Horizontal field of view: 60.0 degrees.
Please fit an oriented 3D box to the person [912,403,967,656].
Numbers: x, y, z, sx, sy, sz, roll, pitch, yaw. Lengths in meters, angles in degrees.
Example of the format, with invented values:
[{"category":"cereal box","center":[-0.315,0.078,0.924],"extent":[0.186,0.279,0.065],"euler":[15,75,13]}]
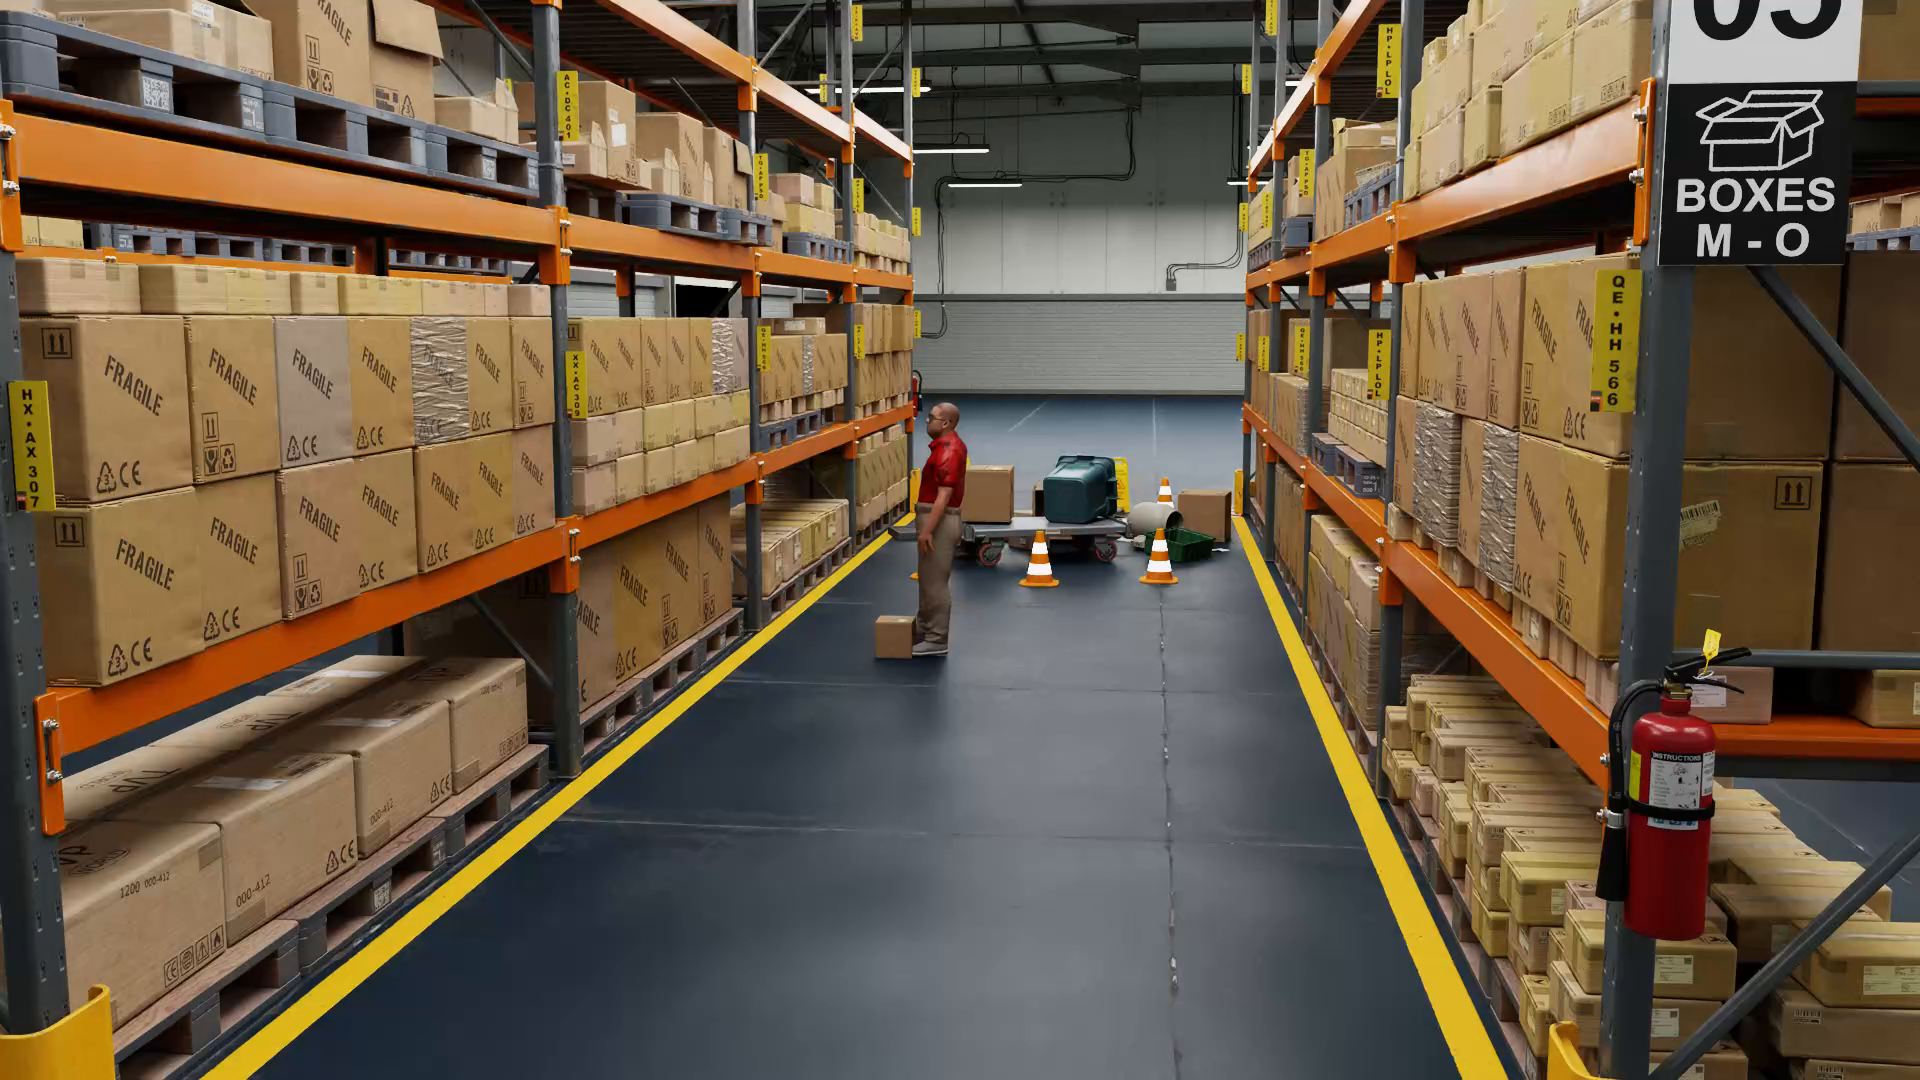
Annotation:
[{"category":"person","center":[-0.237,-0.075,11.348],"extent":[0.550,1.727,0.641],"euler":[1,8,6]}]
